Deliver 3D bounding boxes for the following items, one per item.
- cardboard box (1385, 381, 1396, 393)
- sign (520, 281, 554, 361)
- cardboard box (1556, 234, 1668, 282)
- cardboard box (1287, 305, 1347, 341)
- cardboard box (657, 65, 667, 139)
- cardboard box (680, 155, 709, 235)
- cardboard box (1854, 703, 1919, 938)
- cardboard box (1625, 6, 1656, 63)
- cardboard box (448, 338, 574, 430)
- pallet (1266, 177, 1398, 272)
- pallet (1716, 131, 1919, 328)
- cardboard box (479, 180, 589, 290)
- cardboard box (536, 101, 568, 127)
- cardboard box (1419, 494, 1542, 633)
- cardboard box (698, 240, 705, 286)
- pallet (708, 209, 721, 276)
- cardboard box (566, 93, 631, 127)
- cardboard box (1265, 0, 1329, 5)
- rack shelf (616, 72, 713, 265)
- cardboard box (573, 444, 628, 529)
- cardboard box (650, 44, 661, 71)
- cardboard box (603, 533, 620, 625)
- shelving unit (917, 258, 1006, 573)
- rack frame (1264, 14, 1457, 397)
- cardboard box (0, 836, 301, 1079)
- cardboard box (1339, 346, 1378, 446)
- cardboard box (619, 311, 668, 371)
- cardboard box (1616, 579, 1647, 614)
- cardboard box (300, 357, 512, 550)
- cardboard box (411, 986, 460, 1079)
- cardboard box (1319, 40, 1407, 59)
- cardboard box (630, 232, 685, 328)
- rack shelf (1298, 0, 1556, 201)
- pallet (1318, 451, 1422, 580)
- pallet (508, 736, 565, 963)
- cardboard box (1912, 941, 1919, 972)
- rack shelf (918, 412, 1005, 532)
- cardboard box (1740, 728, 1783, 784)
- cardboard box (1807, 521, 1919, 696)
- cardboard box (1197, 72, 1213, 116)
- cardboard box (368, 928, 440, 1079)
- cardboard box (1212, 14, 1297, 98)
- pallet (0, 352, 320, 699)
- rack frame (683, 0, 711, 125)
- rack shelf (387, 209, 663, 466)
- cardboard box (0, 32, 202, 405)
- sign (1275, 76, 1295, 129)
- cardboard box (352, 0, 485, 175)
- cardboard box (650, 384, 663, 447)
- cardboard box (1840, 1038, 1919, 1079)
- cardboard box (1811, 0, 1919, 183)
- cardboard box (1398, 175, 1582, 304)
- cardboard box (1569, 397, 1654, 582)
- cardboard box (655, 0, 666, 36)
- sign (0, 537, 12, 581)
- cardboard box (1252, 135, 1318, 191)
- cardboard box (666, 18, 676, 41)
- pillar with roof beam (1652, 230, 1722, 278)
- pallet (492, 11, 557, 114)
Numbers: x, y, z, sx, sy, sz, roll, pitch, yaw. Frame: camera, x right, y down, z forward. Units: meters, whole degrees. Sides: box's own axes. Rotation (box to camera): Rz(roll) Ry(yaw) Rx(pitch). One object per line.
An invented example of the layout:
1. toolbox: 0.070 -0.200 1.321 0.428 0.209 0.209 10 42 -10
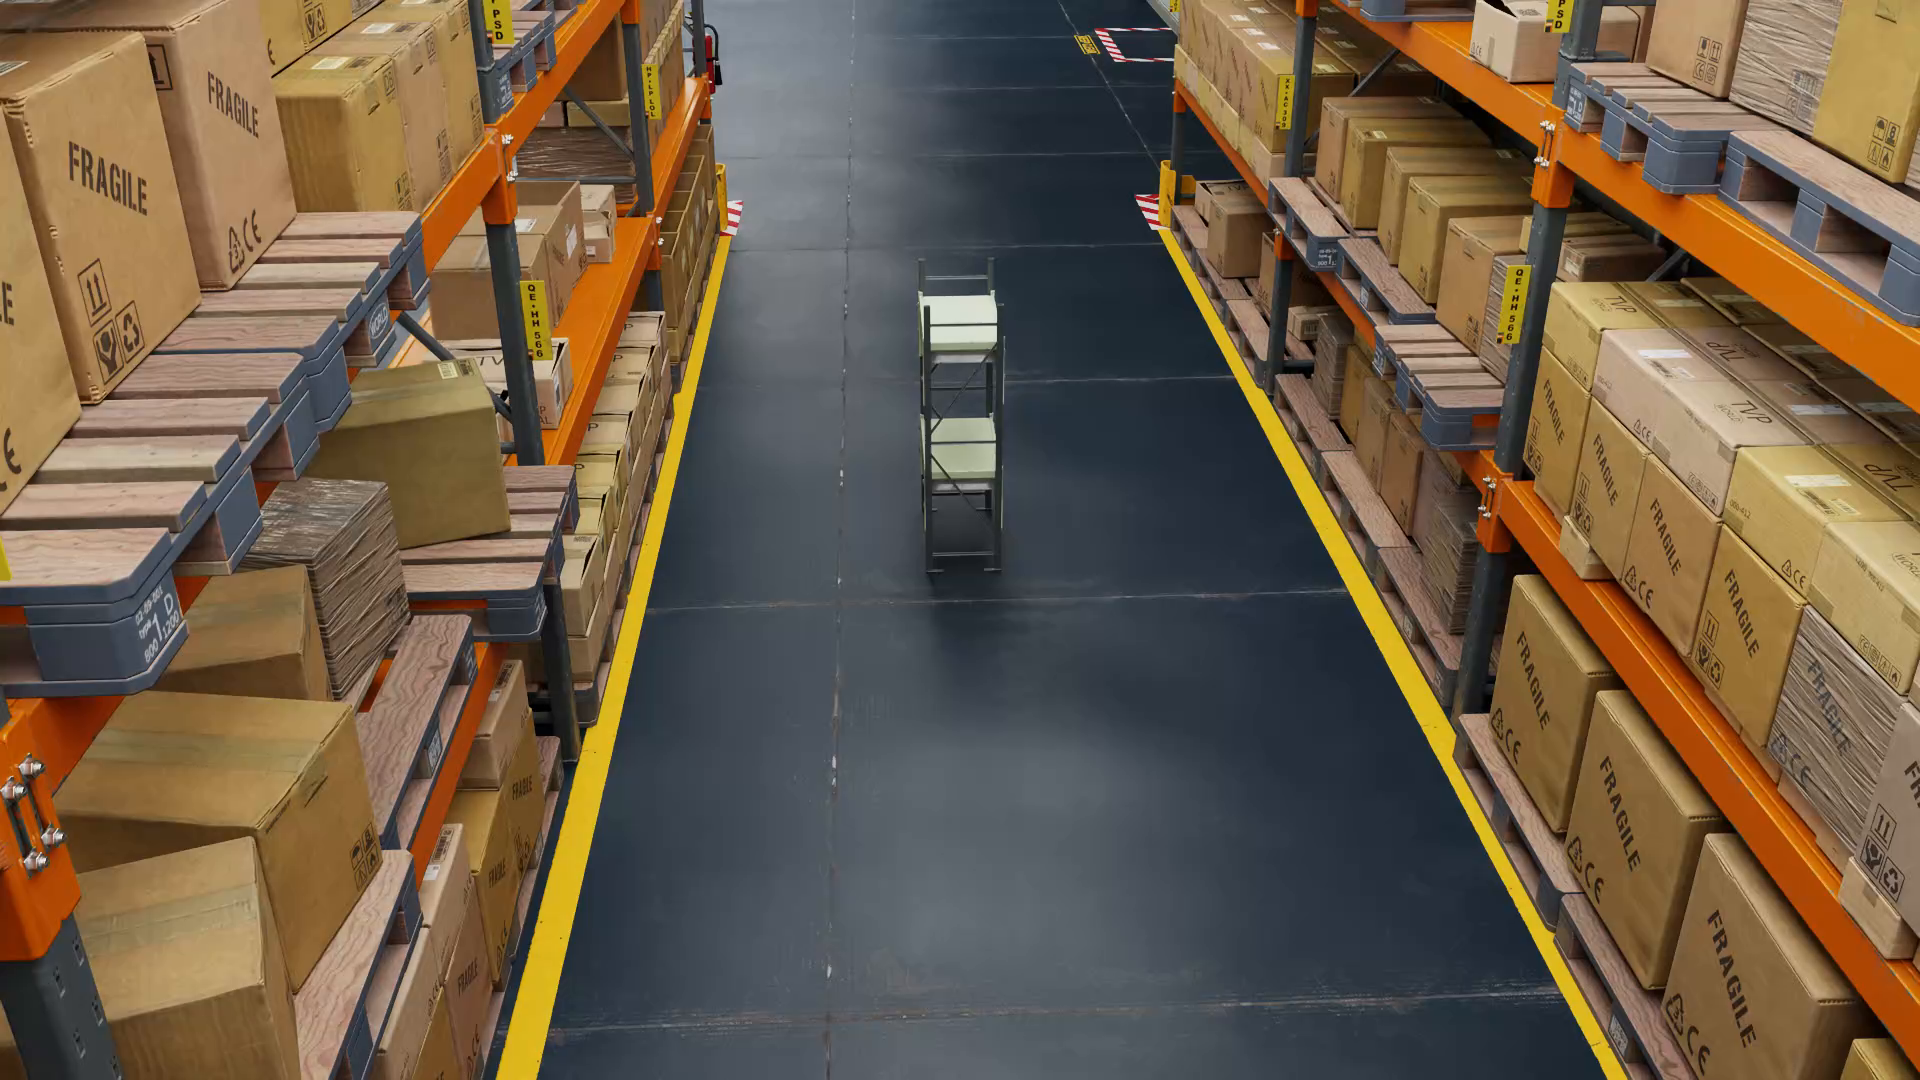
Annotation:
1. cardboard box: 2.658 -0.961 9.264 0.500 0.250 0.500 -2 28 -4
2. sign: -1.651 -0.851 6.472 0.100 0.325 0.005 -1 28 -3
3. cardboard box: 2.706 -1.163 6.950 0.380 0.149 0.250 -5 28 -9
4. cardboard box: 2.488 -1.509 11.489 0.380 0.166 0.250 -5 28 -9
5. cardboard box: -2.515 -3.164 11.964 0.700 0.500 0.500 -1 28 -1
6. cardboard box: -2.218 -2.648 12.791 0.500 0.500 0.500 -1 28 -3
7. cardboard box: 2.651 0.743 4.131 0.500 0.500 0.500 -1 28 -2
8. cardboard box: 2.947 -2.198 6.848 0.500 0.500 0.500 -1 28 -3
9. cardboard box: -2.046 -0.734 7.510 0.500 0.311 0.500 -2 28 -3
10. pallet: 2.440 -1.883 9.824 1.003 0.211 1.213 -1 28 -3
11. pallet: 2.902 -0.911 4.713 1.003 0.211 1.213 0 28 0
12. cardboard box: -2.350 -1.649 9.060 0.500 0.500 0.500 1 28 1
13. cardboard box: -2.629 -2.655 10.288 0.380 0.149 0.250 -1 28 -3
14. cardboard box: 2.665 0.105 8.032 0.700 0.500 0.500 -1 28 -2
15. cardboard box: -2.197 -2.084 12.522 0.500 0.250 0.500 -1 28 -3
16. pallet: -2.528 -2.462 13.742 1.003 0.211 1.213 -1 28 -3
17. cardboard box: -2.222 -2.664 10.304 0.380 0.149 0.250 -1 28 -3
18. cardboard box: 2.590 -4.001 13.007 0.500 0.500 0.500 -1 28 -2
19. rack shelf: -2.506 -2.808 12.167 1.077 0.370 4.000 -1 28 -3
20. cardboard box: -1.987 -0.298 8.491 0.500 0.311 0.500 -2 28 -4
21. cardboard box: -2.306 -3.379 11.675 0.380 0.149 0.250 -2 28 -3
22. cardboard box: -1.953 0.196 8.149 0.500 0.250 0.500 -2 28 -4
23. shelving unit: 0.000 -0.668 8.909 0.431 1.500 0.755 -1 28 -3
24. rack frame: 2.546 -2.324 10.463 1.000 3.000 0.127 -1 28 -3
25. cardboard box: -1.785 1.037 3.456 0.700 0.500 0.500 -11 29 -20
26. cardboard box: 2.678 -0.834 9.833 0.700 0.500 0.500 -2 28 -4
27. cardboard box: -2.094 -1.239 10.294 0.500 0.311 0.500 -1 28 -3
28. cardboard box: 2.610 0.138 5.993 0.380 0.149 0.250 -2 28 -3
29. cardboard box: -2.047 -0.298 6.016 0.700 0.500 0.500 -11 29 -20
30. cardboard box: -1.823 1.698 4.977 0.500 0.500 0.500 -1 28 -2
31. cardboard box: 2.706 -3.060 11.203 0.500 0.500 0.500 -2 28 -3
32. cardboard box: -2.113 -1.724 11.021 0.500 0.500 0.500 -1 28 -3
33. rack shelf: 2.650 -2.412 8.165 1.077 0.370 4.000 -1 28 -3
34. pallet: 2.654 -0.164 9.335 1.003 0.211 1.213 -1 28 -3
35. pallet: -2.191 1.226 6.670 1.003 0.211 1.213 -1 28 -3
36. cardboard box: 2.658 1.087 4.173 0.380 0.149 0.250 -1 28 -1
37. rack shelf: 0.000 -0.379 9.060 0.431 0.370 0.720 -1 28 -3
38. cardboard box: 2.638 0.613 5.082 0.380 0.149 0.250 -1 28 -1
39. cardboard box: 2.640 0.171 4.416 0.500 0.250 0.500 -1 28 -2
40. cardboard box: 2.107 -3.406 12.677 0.500 0.250 0.500 -2 28 -3
41. cardboard box: -1.818 1.381 4.775 0.500 0.250 0.500 -1 28 -3
42. cardboard box: 2.137 -3.513 12.072 0.500 0.500 0.500 -1 28 -1
43. pallet: -1.947 -0.058 3.077 1.213 0.211 1.003 -1 28 -3
44. rack frame: -2.610 -4.050 13.772 1.000 3.000 0.127 -1 28 -3
45. rack shelf: -2.297 -0.960 8.626 1.077 0.370 4.000 -1 28 -3
46. cardboard box: -1.994 -0.656 3.350 0.600 0.600 0.600 -2 28 -3
47. sign: 2.004 -2.691 10.231 0.100 0.325 0.005 -1 28 -3
48. cardboard box: -2.136 -1.529 5.587 0.910 0.500 0.500 -1 28 -3
49. cardboard box: -2.065 -0.752 9.967 0.500 0.250 0.500 -2 28 -3
50. cardboard box: 2.800 1.840 4.349 0.750 0.750 0.750 -1 28 -2
51. cardboard box: 2.933 -1.325 4.719 0.700 0.500 0.500 0 28 0
52. cardboard box: 2.633 -1.508 8.314 0.700 0.500 0.500 -1 28 -3
53. cardboard box: 2.542 -0.190 5.918 0.500 0.500 0.500 0 28 -1
54. cardboard box: -2.536 -3.954 12.076 0.700 0.500 0.500 -1 28 -2
55. sign: -1.442 -0.084 2.365 0.100 0.325 0.005 -1 28 -3
56. cardboard box: 2.218 -2.478 10.898 0.500 0.250 0.500 -1 28 -3
57. cardboard box: -2.360 -3.855 12.588 0.380 0.149 0.250 -1 28 -2
58. pillar with roof beam: -0.749 -3.654 6.525 9.100 9.000 0.400 -1 28 -3
59. pallet: -2.317 -1.913 6.635 1.213 0.211 1.003 0 28 0
